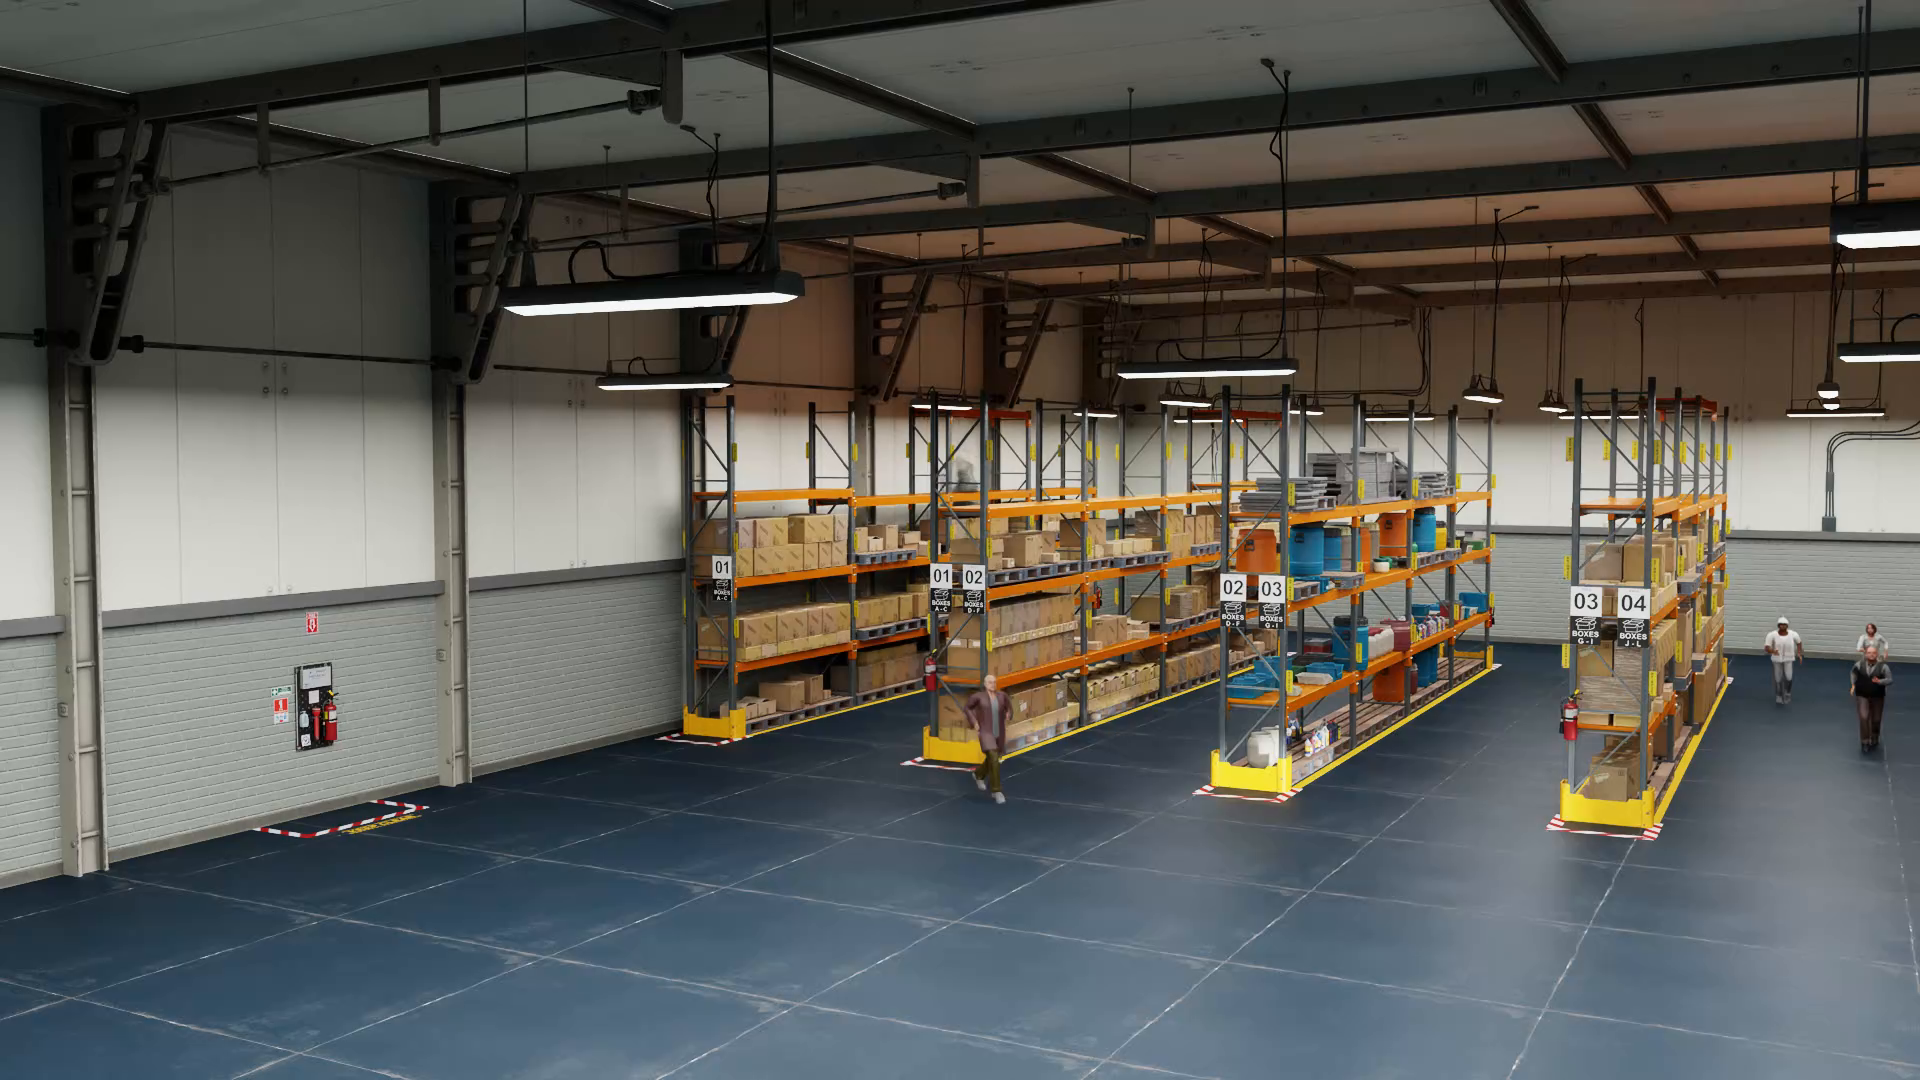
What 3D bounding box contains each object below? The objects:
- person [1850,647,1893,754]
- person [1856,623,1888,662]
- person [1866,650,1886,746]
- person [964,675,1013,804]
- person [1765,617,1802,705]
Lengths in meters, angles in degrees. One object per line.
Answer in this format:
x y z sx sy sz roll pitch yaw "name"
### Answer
15.240 2.647 27.817 0.646 1.728 0.953 2 3 31 "person"
18.163 2.460 33.131 0.549 1.629 0.841 2 3 30 "person"
15.620 2.663 28.508 0.580 1.645 0.924 1 3 22 "person"
0.456 2.841 24.087 0.686 1.804 0.988 -2 3 -28 "person"
16.266 2.394 32.851 0.674 1.736 0.756 1 3 24 "person"
